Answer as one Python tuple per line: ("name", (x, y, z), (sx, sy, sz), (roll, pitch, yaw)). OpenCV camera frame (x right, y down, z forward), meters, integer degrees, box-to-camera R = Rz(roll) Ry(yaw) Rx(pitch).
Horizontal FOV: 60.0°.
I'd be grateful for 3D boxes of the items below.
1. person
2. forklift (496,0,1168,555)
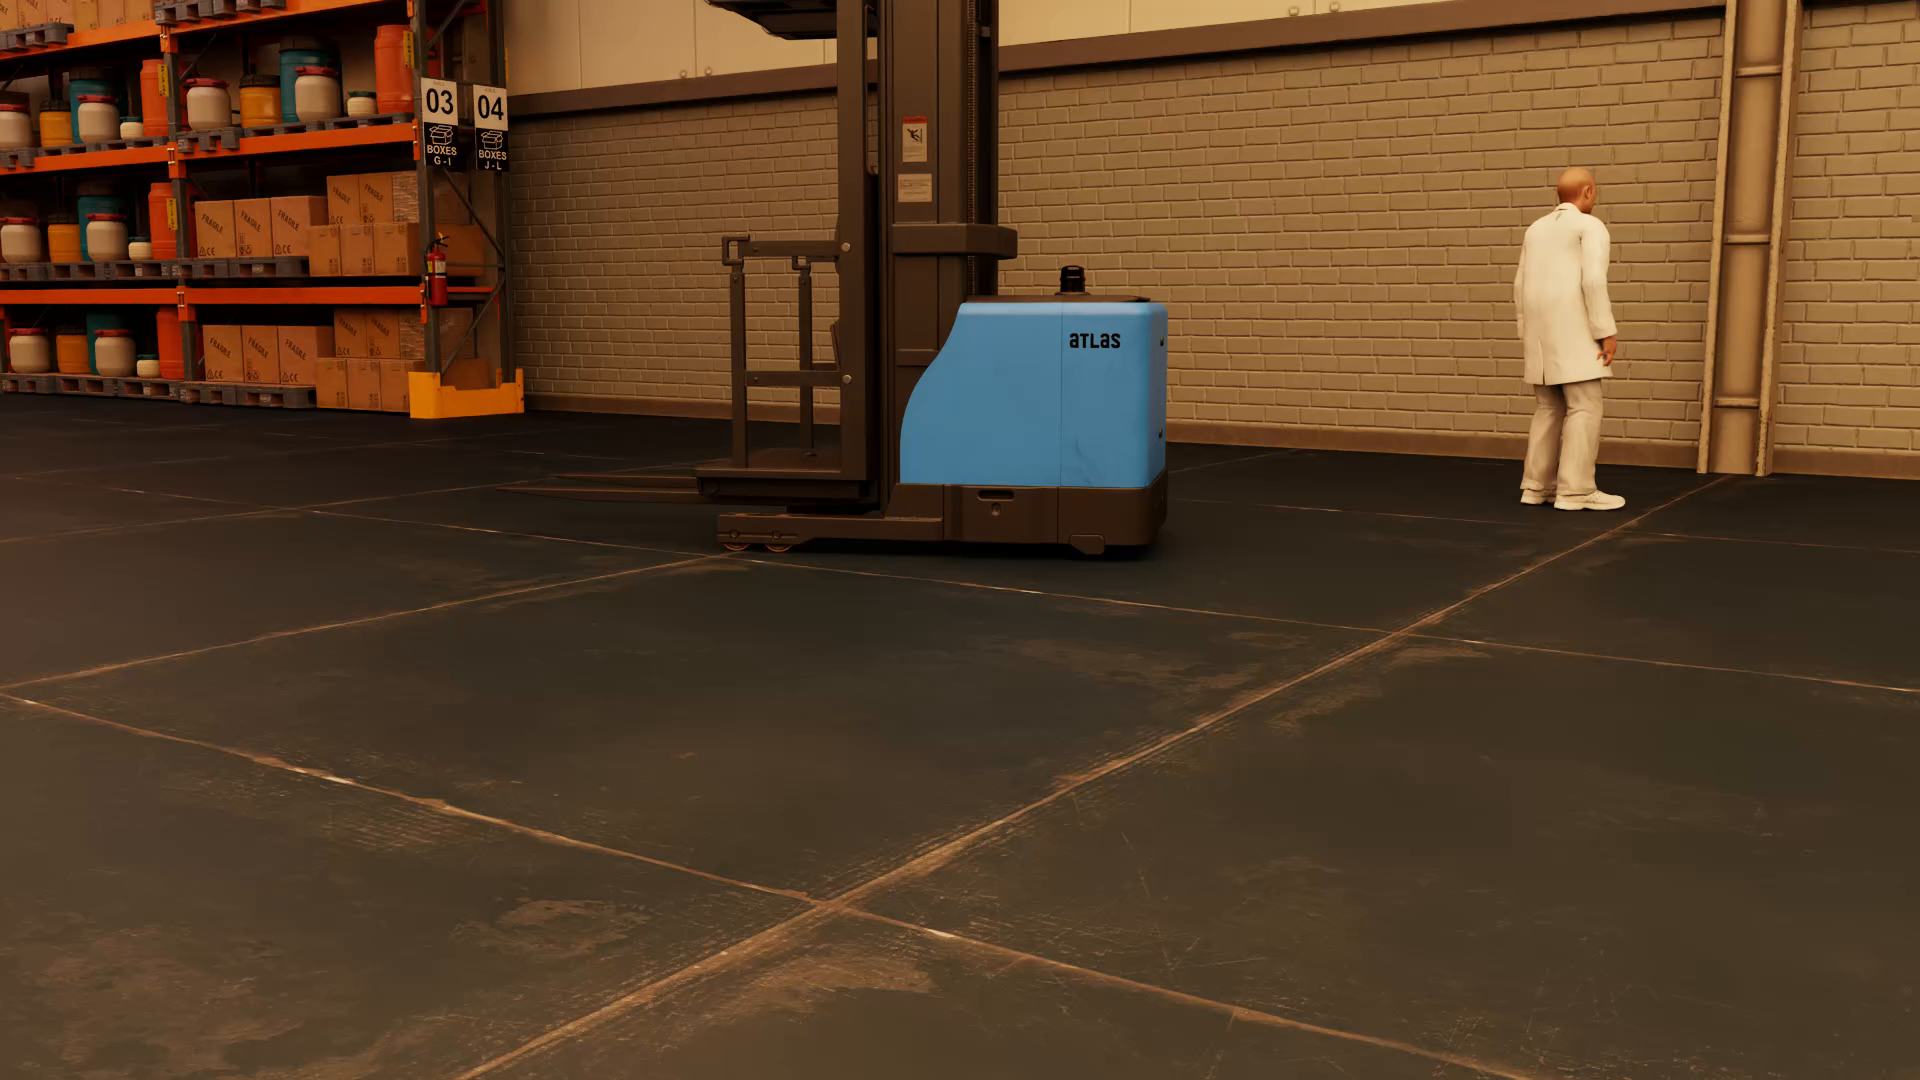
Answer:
("person", (3.197, -1.062, 8.775), (0.436, 1.772, 0.647), (-4, 9, -24))
("forklift", (-0.596, -1.469, 7.520), (3.031, 2.935, 1.130), (2, 8, 12))
